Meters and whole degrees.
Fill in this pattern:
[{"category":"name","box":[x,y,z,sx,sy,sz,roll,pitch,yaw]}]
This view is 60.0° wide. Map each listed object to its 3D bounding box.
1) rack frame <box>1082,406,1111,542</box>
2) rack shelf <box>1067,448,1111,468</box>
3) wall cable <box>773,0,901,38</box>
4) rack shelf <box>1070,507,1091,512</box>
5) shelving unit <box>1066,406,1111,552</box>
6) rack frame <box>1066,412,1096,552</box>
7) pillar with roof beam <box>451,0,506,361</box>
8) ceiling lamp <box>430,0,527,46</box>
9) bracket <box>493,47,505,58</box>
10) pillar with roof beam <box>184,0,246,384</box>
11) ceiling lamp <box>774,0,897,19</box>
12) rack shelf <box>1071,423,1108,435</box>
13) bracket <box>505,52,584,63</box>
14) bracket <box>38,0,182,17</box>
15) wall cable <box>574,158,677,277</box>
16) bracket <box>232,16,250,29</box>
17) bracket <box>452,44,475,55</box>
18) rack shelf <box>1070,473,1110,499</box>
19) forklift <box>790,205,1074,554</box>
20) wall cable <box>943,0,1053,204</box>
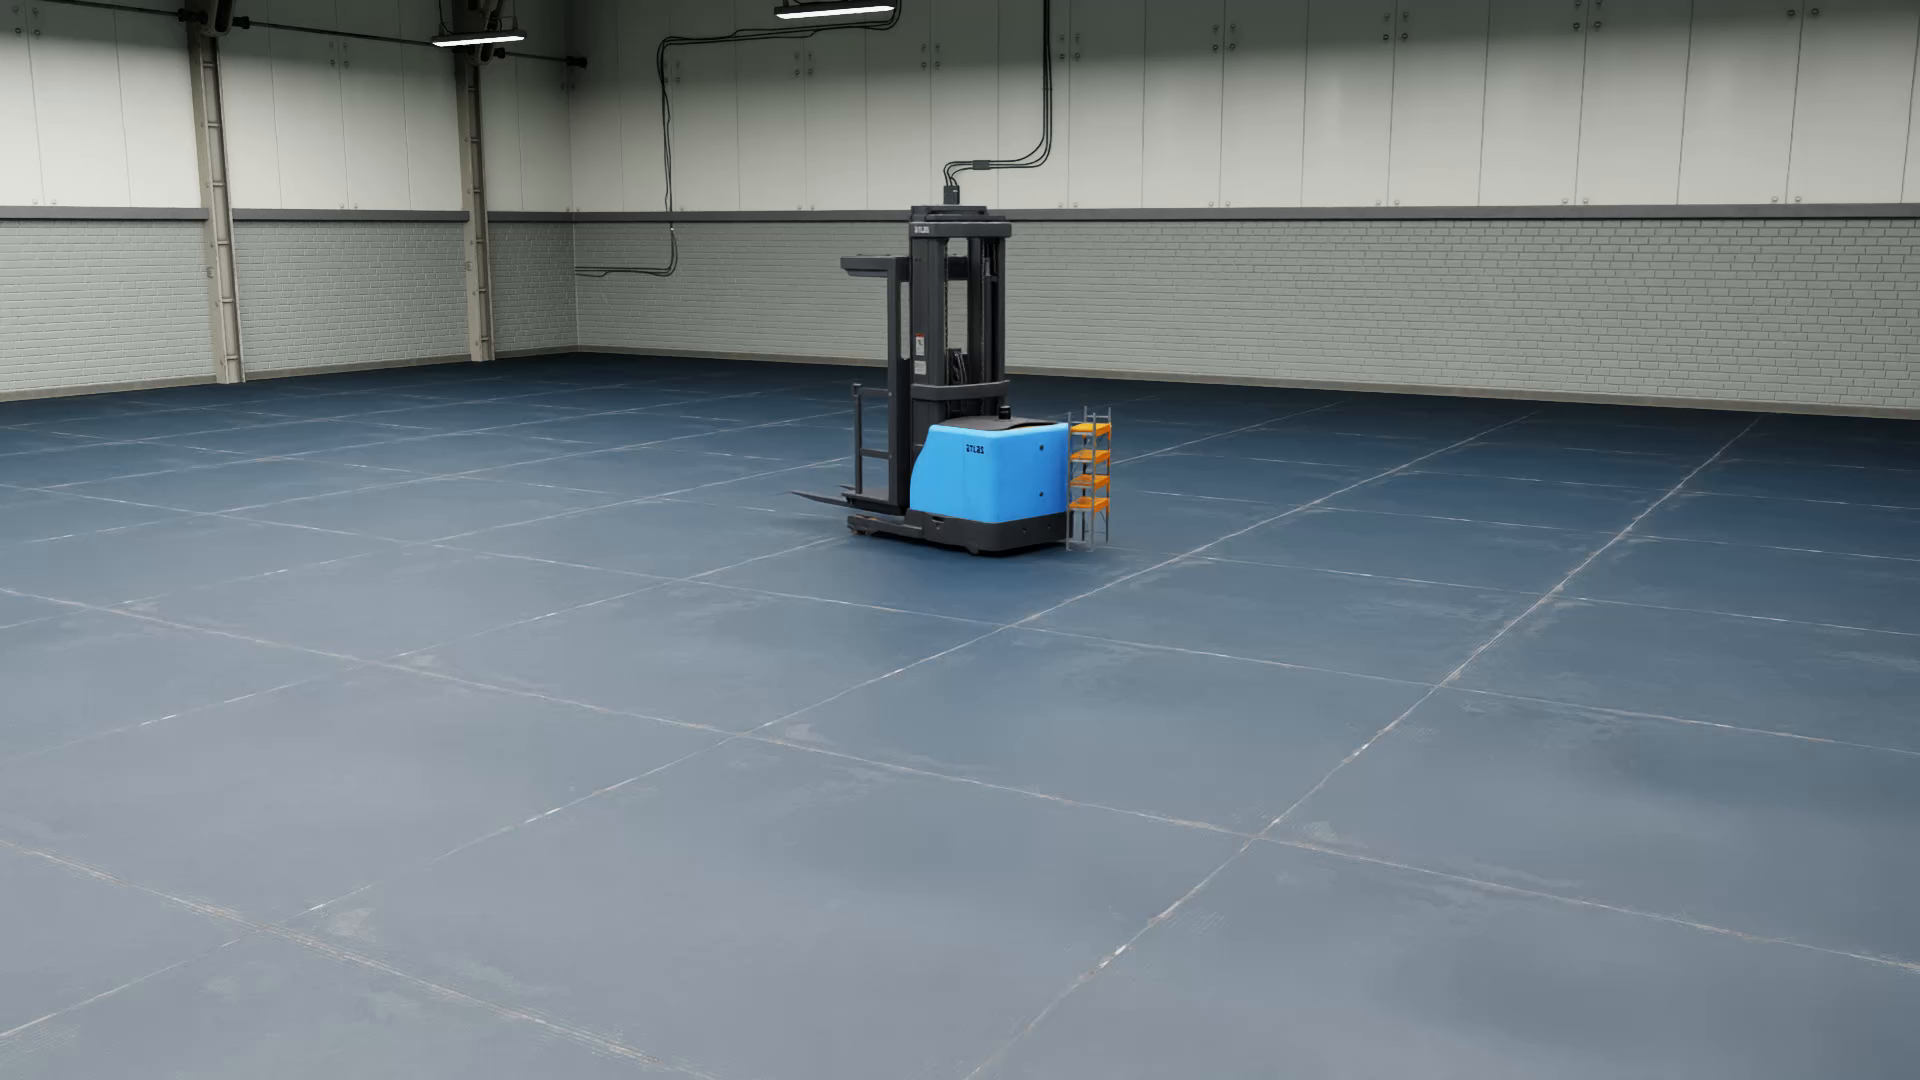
[{"category":"rack frame","box":[1.204,-0.577,14.689,0.240,1.200,0.015,4,11,20]},{"category":"rack shelf","box":[1.121,-0.689,14.435,0.258,0.148,0.480,4,11,20]},{"category":"wall cable","box":[-2.466,-11.191,32.546,3.097,2.526,0.112,6,12,31]},{"category":"rack shelf","box":[1.119,-0.302,14.508,0.199,0.029,0.442,4,11,20]},{"category":"shelving unit","box":[1.120,-0.535,14.464,0.258,1.200,0.503,4,11,20]},{"category":"rack frame","box":[1.035,-0.493,14.239,0.240,1.200,0.015,4,11,20]},{"category":"pillar with roof beam","box":[-6.403,-7.805,32.106,9.100,9.000,0.548,6,12,31]},{"category":"ceiling lamp","box":[-8.029,-10.024,28.096,2.000,3.185,0.800,6,12,31]},{"category":"bracket","box":[-9.564,-10.017,34.140,0.235,0.232,0.430,6,12,31]},{"category":"pillar with roof beam","box":[-9.518,-6.862,27.066,9.100,9.000,0.400,6,12,31]},{"category":"ceiling lamp","box":[-1.713,-9.318,24.325,2.000,3.185,0.800,6,12,31]},{"category":"rack shelf","box":[1.122,-0.960,14.384,0.221,0.050,0.457,4,11,20]},{"category":"bracket","box":[-8.640,-10.297,35.634,0.076,0.066,3.189,6,12,31]},{"category":"bracket","box":[-14.447,-8.538,26.237,0.076,0.066,4.783,6,12,31]},{"category":"wall cable","box":[-7.423,-7.027,36.389,3.097,2.526,0.112,6,12,31]},{"category":"bracket","box":[-12.679,-9.074,29.099,0.235,0.232,0.430,6,12,31]},{"category":"bracket","box":[-9.995,-9.887,33.442,0.235,0.232,0.430,6,12,31]},{"category":"rack shelf","box":[1.120,-0.469,14.476,0.258,0.148,0.480,4,11,20]},{"category":"forklift","box":[-0.379,-1.536,15.107,1.130,2.935,3.031,-10,14,-42]},{"category":"wall cable","box":[0.683,-9.316,30.932,2.305,6.003,0.169,6,12,31]}]
